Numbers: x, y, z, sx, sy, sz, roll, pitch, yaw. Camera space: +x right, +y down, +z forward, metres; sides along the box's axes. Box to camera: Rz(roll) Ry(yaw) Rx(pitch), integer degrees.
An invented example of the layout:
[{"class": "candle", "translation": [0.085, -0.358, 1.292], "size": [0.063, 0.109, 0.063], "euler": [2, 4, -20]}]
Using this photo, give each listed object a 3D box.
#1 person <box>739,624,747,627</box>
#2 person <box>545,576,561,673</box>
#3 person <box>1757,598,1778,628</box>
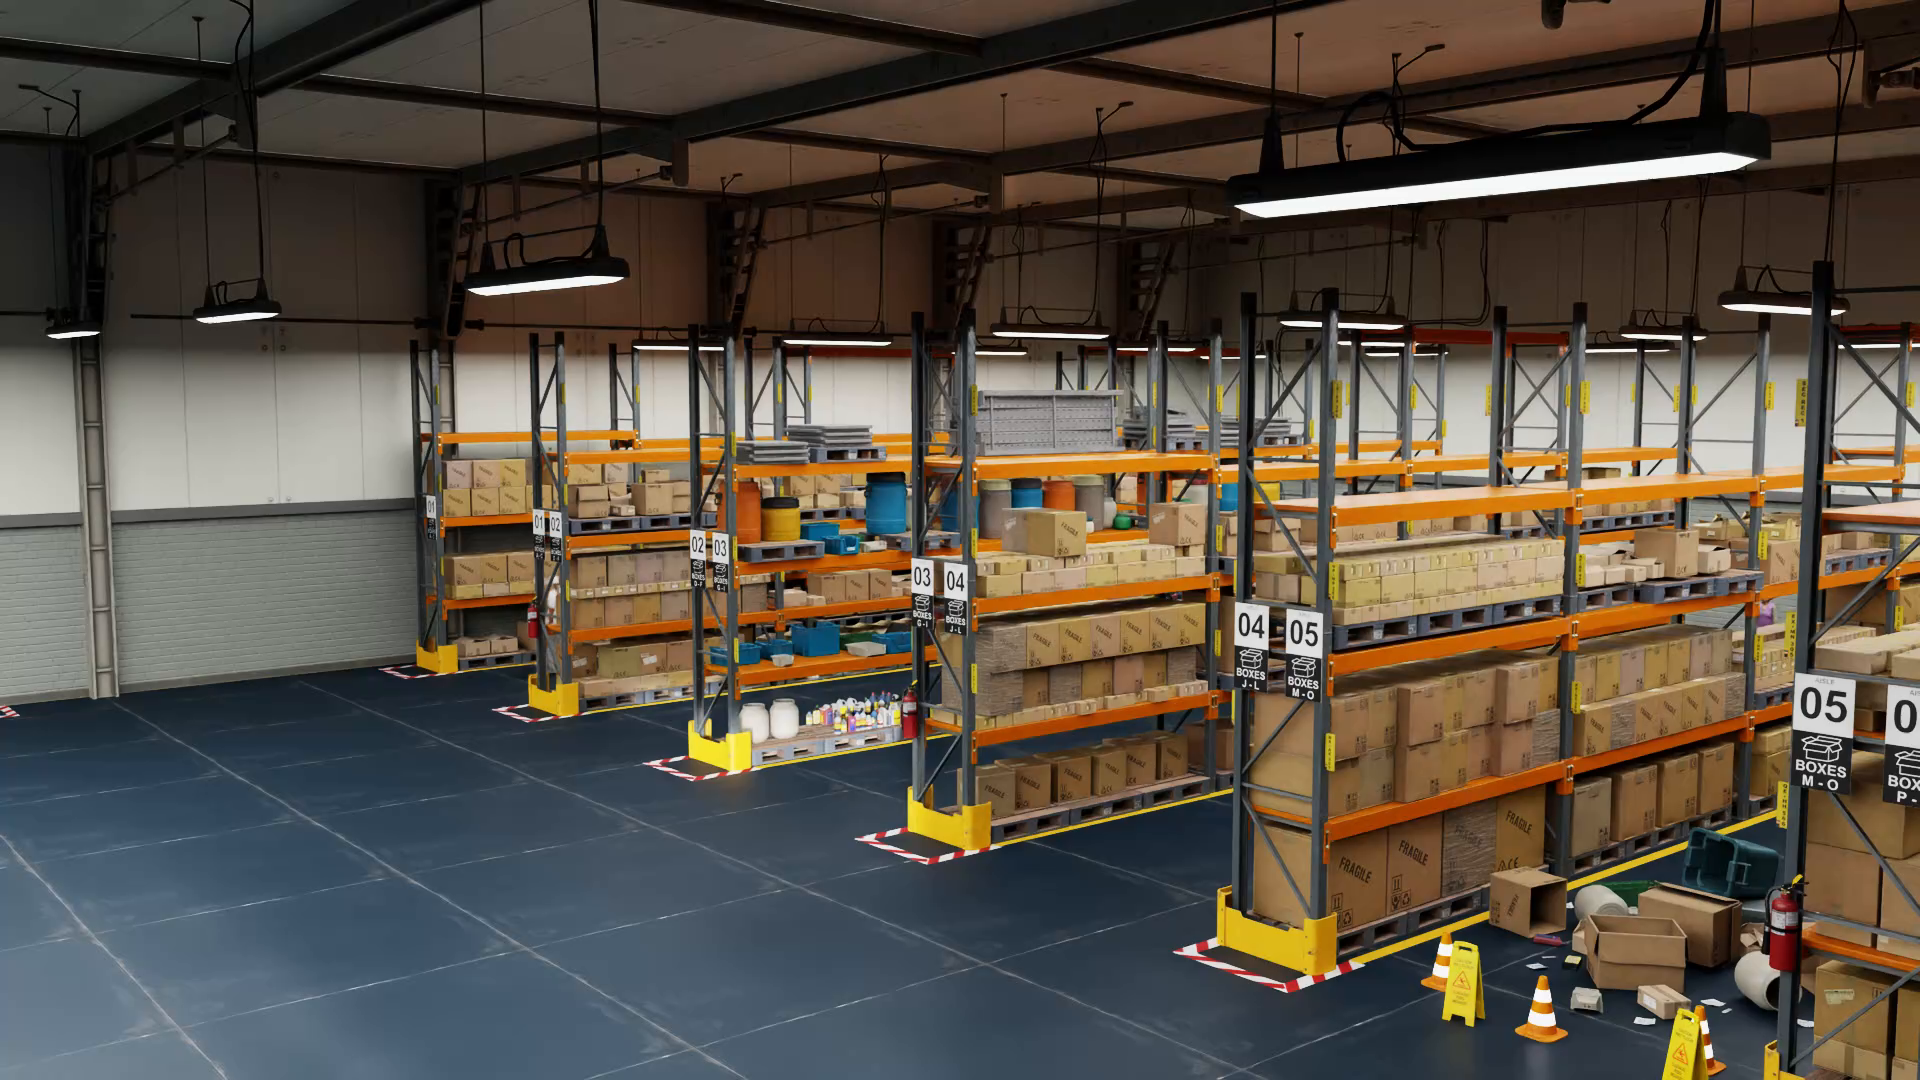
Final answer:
[{"class": "person", "translation": [-4.335, 1.277, 32.910], "size": [0.458, 1.672, 0.495], "euler": [-2, 6, -24]}, {"class": "person", "translation": [-7.272, 1.513, 29.912], "size": [0.483, 1.752, 0.593], "euler": [-3, 6, -27]}, {"class": "person", "translation": [14.256, 1.647, 29.421], "size": [0.415, 1.555, 0.899], "euler": [4, 6, 35]}]
